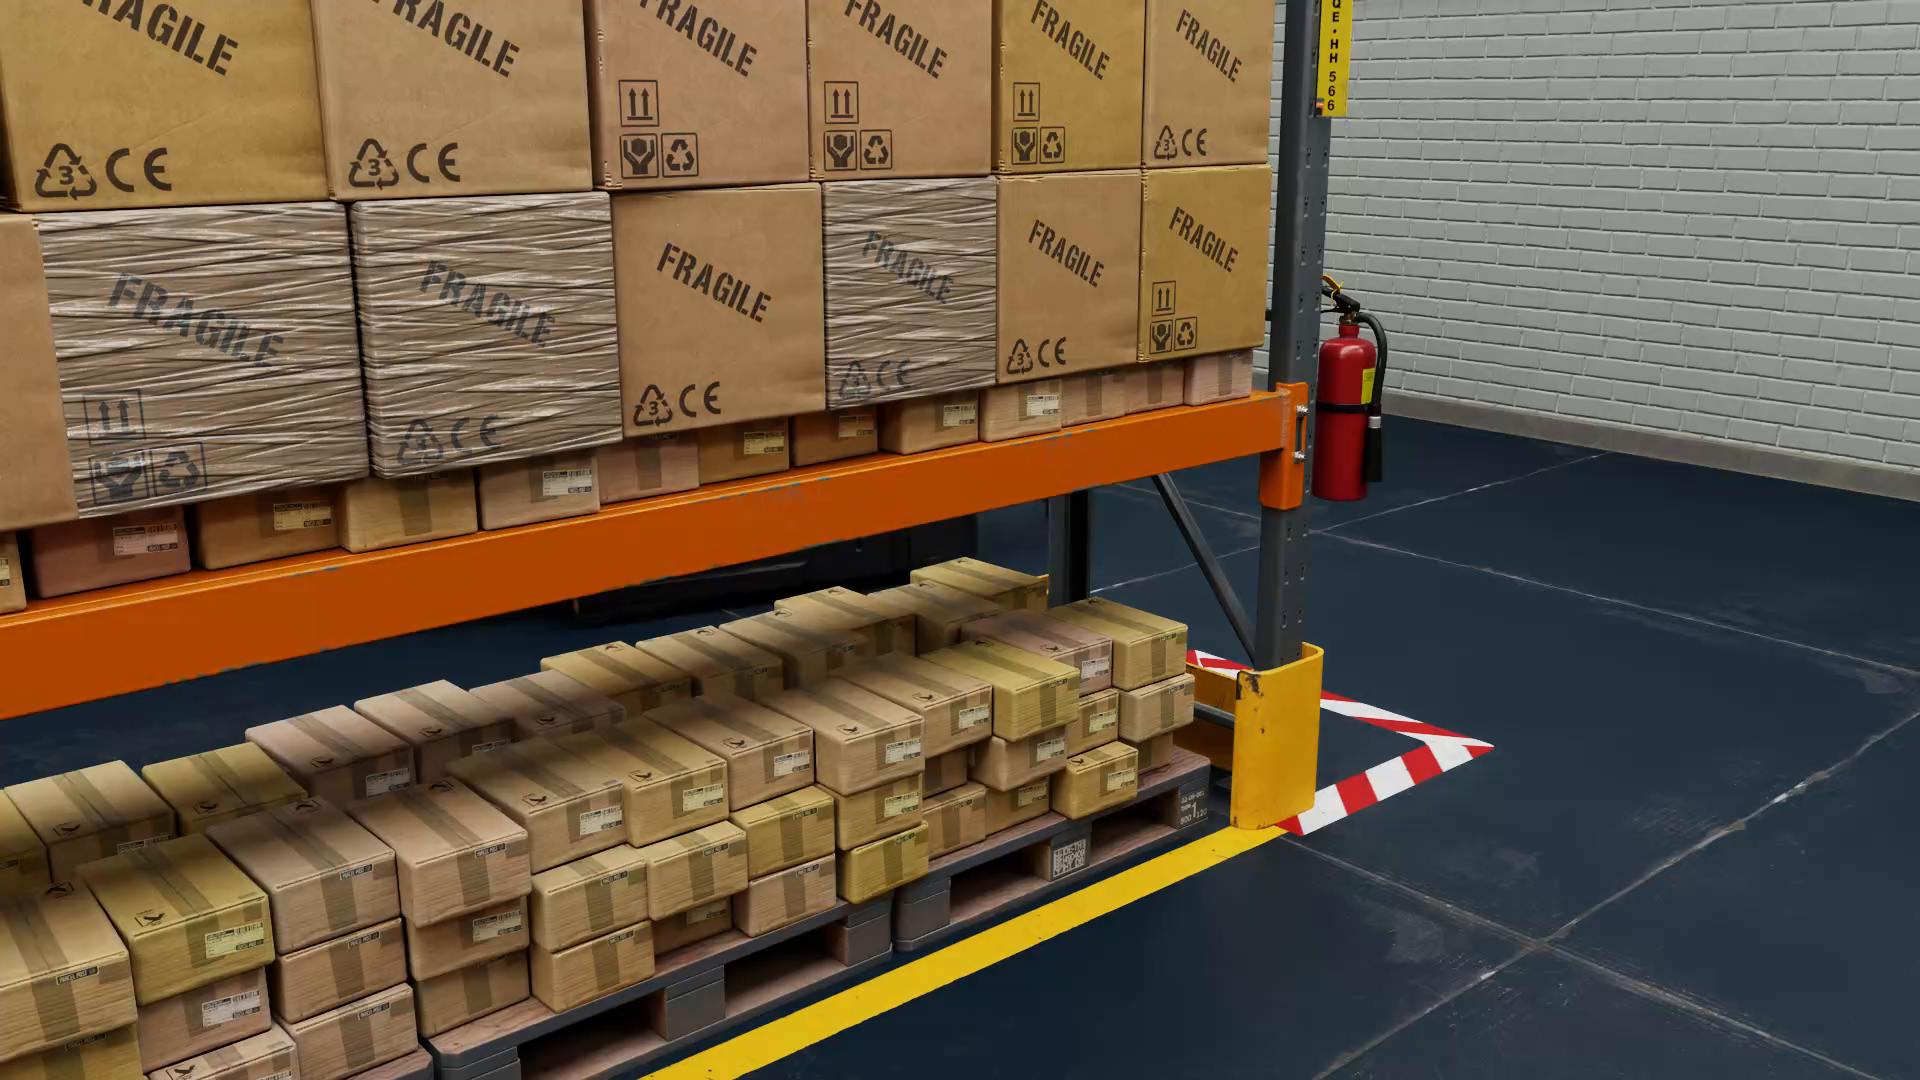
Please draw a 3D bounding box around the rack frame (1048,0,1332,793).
[{"bbox_3d":[0.676,-0.727,5.159,0.127,3.000,1.000,-13,19,-39],"label":"rack frame"}]

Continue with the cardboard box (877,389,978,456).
[{"bbox_3d":[-0.172,-0.328,4.153,0.250,0.149,0.380,-14,20,-42],"label":"cardboard box"}]

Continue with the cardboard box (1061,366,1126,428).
[{"bbox_3d":[0.224,-0.415,4.478,0.250,0.149,0.380,-13,20,-40],"label":"cardboard box"}]

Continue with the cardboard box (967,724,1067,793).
[{"bbox_3d":[0.074,0.537,4.560,0.250,0.149,0.380,-14,20,-42],"label":"cardboard box"}]

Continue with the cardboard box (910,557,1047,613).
[{"bbox_3d":[0.057,0.183,5.311,0.250,0.149,0.380,-14,20,-42],"label":"cardboard box"}]

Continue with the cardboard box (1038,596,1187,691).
[{"bbox_3d":[0.443,0.299,4.875,0.250,0.149,0.380,-12,19,-39],"label":"cardboard box"}]

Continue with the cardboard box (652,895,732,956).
[{"bbox_3d":[-0.756,0.839,4.007,0.250,0.149,0.380,-12,19,-38],"label":"cardboard box"}]

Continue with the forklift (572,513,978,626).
[{"bbox_3d":[-1.479,-1.214,7.116,3.031,2.935,1.130,-7,16,-24],"label":"forklift"}]

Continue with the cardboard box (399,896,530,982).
[{"bbox_3d":[-1.138,0.787,3.627,0.250,0.149,0.380,-12,19,-37],"label":"cardboard box"}]

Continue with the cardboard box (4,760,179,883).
[{"bbox_3d":[-1.895,0.632,3.628,0.250,0.149,0.380,-13,20,-40],"label":"cardboard box"}]

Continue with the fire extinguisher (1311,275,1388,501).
[{"bbox_3d":[1.169,-0.462,5.040,0.183,0.674,0.296,-13,19,-39],"label":"fire extinguisher"}]

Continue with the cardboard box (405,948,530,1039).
[{"bbox_3d":[-1.163,0.924,3.690,0.250,0.149,0.380,-14,20,-42],"label":"cardboard box"}]

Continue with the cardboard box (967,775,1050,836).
[{"bbox_3d":[0.032,0.669,4.645,0.250,0.149,0.380,-13,20,-40],"label":"cardboard box"}]

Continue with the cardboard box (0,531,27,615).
[{"bbox_3d":[-1.767,0.030,2.813,0.250,0.149,0.380,-12,19,-38],"label":"cardboard box"}]

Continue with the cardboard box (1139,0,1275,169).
[{"bbox_3d":[0.494,-1.276,4.507,0.500,0.500,0.500,-13,20,-40],"label":"cardboard box"}]

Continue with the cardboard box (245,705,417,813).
[{"bbox_3d":[-1.504,0.540,3.975,0.250,0.149,0.380,-14,20,-42],"label":"cardboard box"}]

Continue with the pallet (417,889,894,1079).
[{"bbox_3d":[-0.938,0.970,4.211,1.213,0.211,1.003,-13,19,-39],"label":"pallet"}]

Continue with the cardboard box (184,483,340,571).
[{"bbox_3d":[-1.392,-0.071,3.189,0.250,0.149,0.380,-14,20,-42],"label":"cardboard box"}]

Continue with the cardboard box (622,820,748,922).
[{"bbox_3d":[-0.703,0.719,3.878,0.250,0.149,0.380,-12,19,-39],"label":"cardboard box"}]

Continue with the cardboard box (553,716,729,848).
[{"bbox_3d":[-0.750,0.560,3.899,0.250,0.149,0.380,-13,19,-39],"label":"cardboard box"}]

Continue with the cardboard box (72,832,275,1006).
[{"bbox_3d":[-1.541,0.732,3.254,0.250,0.149,0.380,-13,20,-40],"label":"cardboard box"}]

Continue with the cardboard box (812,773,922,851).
[{"bbox_3d":[-0.308,0.628,4.222,0.250,0.149,0.380,-12,19,-39],"label":"cardboard box"}]

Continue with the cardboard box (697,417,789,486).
[{"bbox_3d":[-0.604,-0.246,3.845,0.250,0.149,0.380,-12,19,-38],"label":"cardboard box"}]

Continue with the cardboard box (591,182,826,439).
[{"bbox_3d":[-0.645,-0.536,3.674,0.500,0.500,0.500,-11,19,-37],"label":"cardboard box"}]

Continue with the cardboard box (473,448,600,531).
[{"bbox_3d":[-0.952,-0.145,3.466,0.250,0.149,0.380,-12,19,-37],"label":"cardboard box"}]

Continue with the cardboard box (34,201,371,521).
[{"bbox_3d":[-1.434,-0.361,3.020,0.500,0.500,0.500,-13,20,-39],"label":"cardboard box"}]

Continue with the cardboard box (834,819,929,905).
[{"bbox_3d":[-0.297,0.768,4.271,0.250,0.149,0.380,-14,20,-42],"label":"cardboard box"}]

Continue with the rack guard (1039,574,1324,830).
[{"bbox_3d":[0.618,0.494,5.433,0.348,0.500,1.175,-13,19,-39],"label":"rack guard"}]

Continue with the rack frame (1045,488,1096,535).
[{"bbox_3d":[0.561,-0.793,8.311,0.023,1.500,0.400,-10,18,-32],"label":"rack frame"}]

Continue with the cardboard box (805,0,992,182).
[{"bbox_3d":[-0.275,-1.100,3.849,0.500,0.500,0.500,-11,19,-37],"label":"cardboard box"}]

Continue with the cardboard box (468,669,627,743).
[{"bbox_3d":[-1.049,0.471,4.233,0.250,0.149,0.380,-13,19,-39],"label":"cardboard box"}]

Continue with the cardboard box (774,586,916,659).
[{"bbox_3d":[-0.346,0.271,4.982,0.250,0.149,0.380,-13,20,-40],"label":"cardboard box"}]

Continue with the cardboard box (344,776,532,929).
[{"bbox_3d":[-1.113,0.656,3.538,0.250,0.149,0.380,-12,19,-38],"label":"cardboard box"}]

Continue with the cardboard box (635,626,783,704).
[{"bbox_3d":[-0.694,0.374,4.595,0.250,0.149,0.380,-12,19,-37],"label":"cardboard box"}]

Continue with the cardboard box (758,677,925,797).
[{"bbox_3d":[-0.300,0.487,4.172,0.250,0.149,0.380,-12,19,-37],"label":"cardboard box"}]

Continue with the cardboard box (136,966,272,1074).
[{"bbox_3d":[-1.566,0.874,3.300,0.250,0.149,0.380,-13,20,-40],"label":"cardboard box"}]

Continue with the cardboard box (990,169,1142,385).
[{"bbox_3d":[0.114,-0.706,4.312,0.500,0.500,0.500,-13,20,-40],"label":"cardboard box"}]

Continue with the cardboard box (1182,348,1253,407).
[{"bbox_3d":[0.615,-0.495,4.778,0.250,0.149,0.380,-13,19,-39],"label":"cardboard box"}]

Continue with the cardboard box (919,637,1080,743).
[{"bbox_3d":[0.103,0.399,4.501,0.250,0.149,0.380,-13,20,-41],"label":"cardboard box"}]

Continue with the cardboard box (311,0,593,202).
[{"bbox_3d":[-1.060,-0.923,3.187,0.500,0.500,0.500,-12,19,-38],"label":"cardboard box"}]

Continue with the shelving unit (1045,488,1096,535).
[{"bbox_3d":[0.256,-0.740,8.115,0.755,1.500,0.431,-10,18,-32],"label":"shelving unit"}]

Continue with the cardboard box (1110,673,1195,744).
[{"bbox_3d":[0.465,0.449,4.891,0.250,0.149,0.380,-13,20,-41],"label":"cardboard box"}]

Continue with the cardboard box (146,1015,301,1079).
[{"bbox_3d":[-1.502,1.029,3.297,0.250,0.149,0.380,-13,20,-40],"label":"cardboard box"}]

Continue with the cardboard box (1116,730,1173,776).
[{"bbox_3d":[0.415,0.577,4.986,0.250,0.149,0.380,-12,19,-38],"label":"cardboard box"}]
